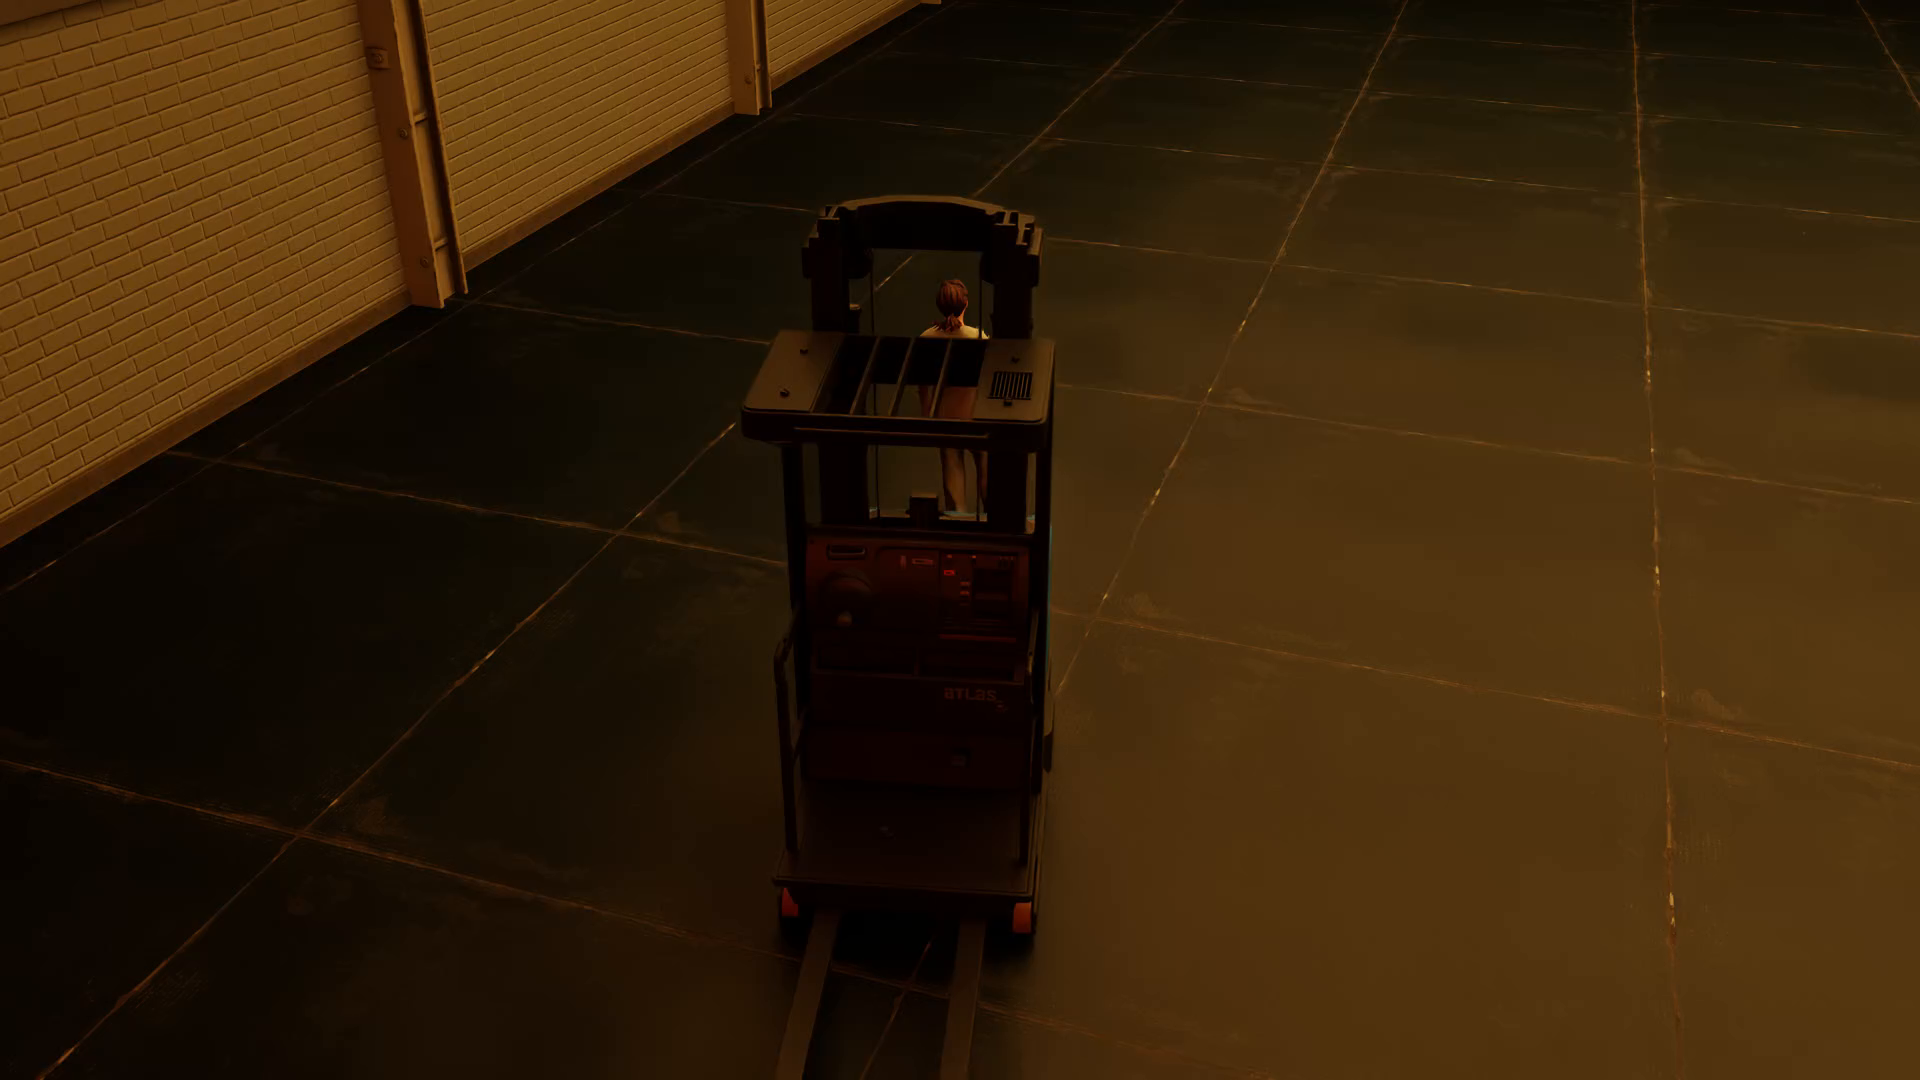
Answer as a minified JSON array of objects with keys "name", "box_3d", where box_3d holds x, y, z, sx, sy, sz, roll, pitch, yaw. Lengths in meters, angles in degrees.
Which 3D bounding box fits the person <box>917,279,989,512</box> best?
[{"name":"person","box_3d":[0.037,-0.762,9.737,0.549,1.663,0.548,10,31,16]}]

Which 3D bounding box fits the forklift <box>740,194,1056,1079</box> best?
[{"name":"forklift","box_3d":[-0.198,0.237,6.720,1.130,2.935,3.031,3,30,5]}]
